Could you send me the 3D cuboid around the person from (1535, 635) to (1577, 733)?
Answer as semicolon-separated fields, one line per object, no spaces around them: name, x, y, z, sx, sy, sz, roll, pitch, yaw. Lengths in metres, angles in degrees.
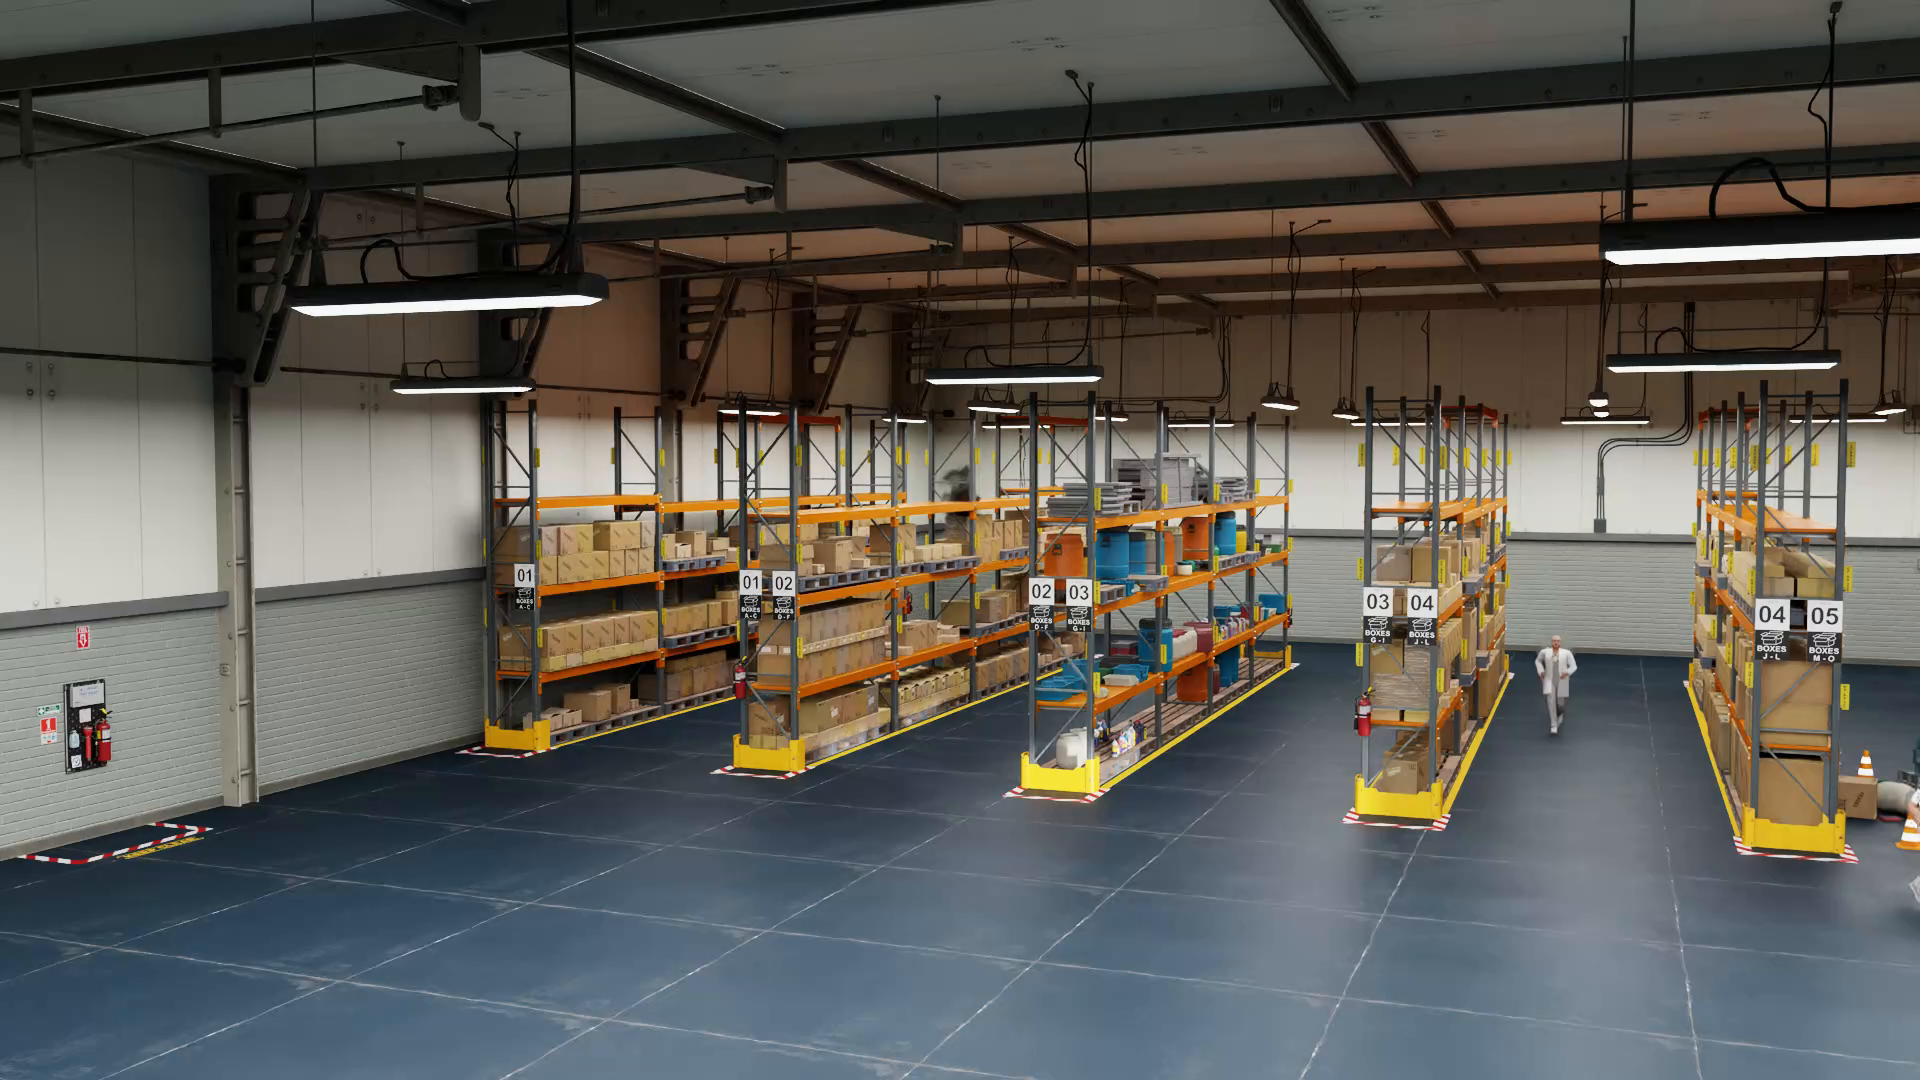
person;10.864;2.656;30.348;0.729;1.666;0.991;1;3;22

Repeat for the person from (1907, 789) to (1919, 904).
person;10.661;3.234;18.021;0.671;1.791;0.912;-1;3;-19

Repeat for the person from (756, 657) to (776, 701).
person;-3.632;2.607;31.529;0.595;1.755;0.736;1;3;11
